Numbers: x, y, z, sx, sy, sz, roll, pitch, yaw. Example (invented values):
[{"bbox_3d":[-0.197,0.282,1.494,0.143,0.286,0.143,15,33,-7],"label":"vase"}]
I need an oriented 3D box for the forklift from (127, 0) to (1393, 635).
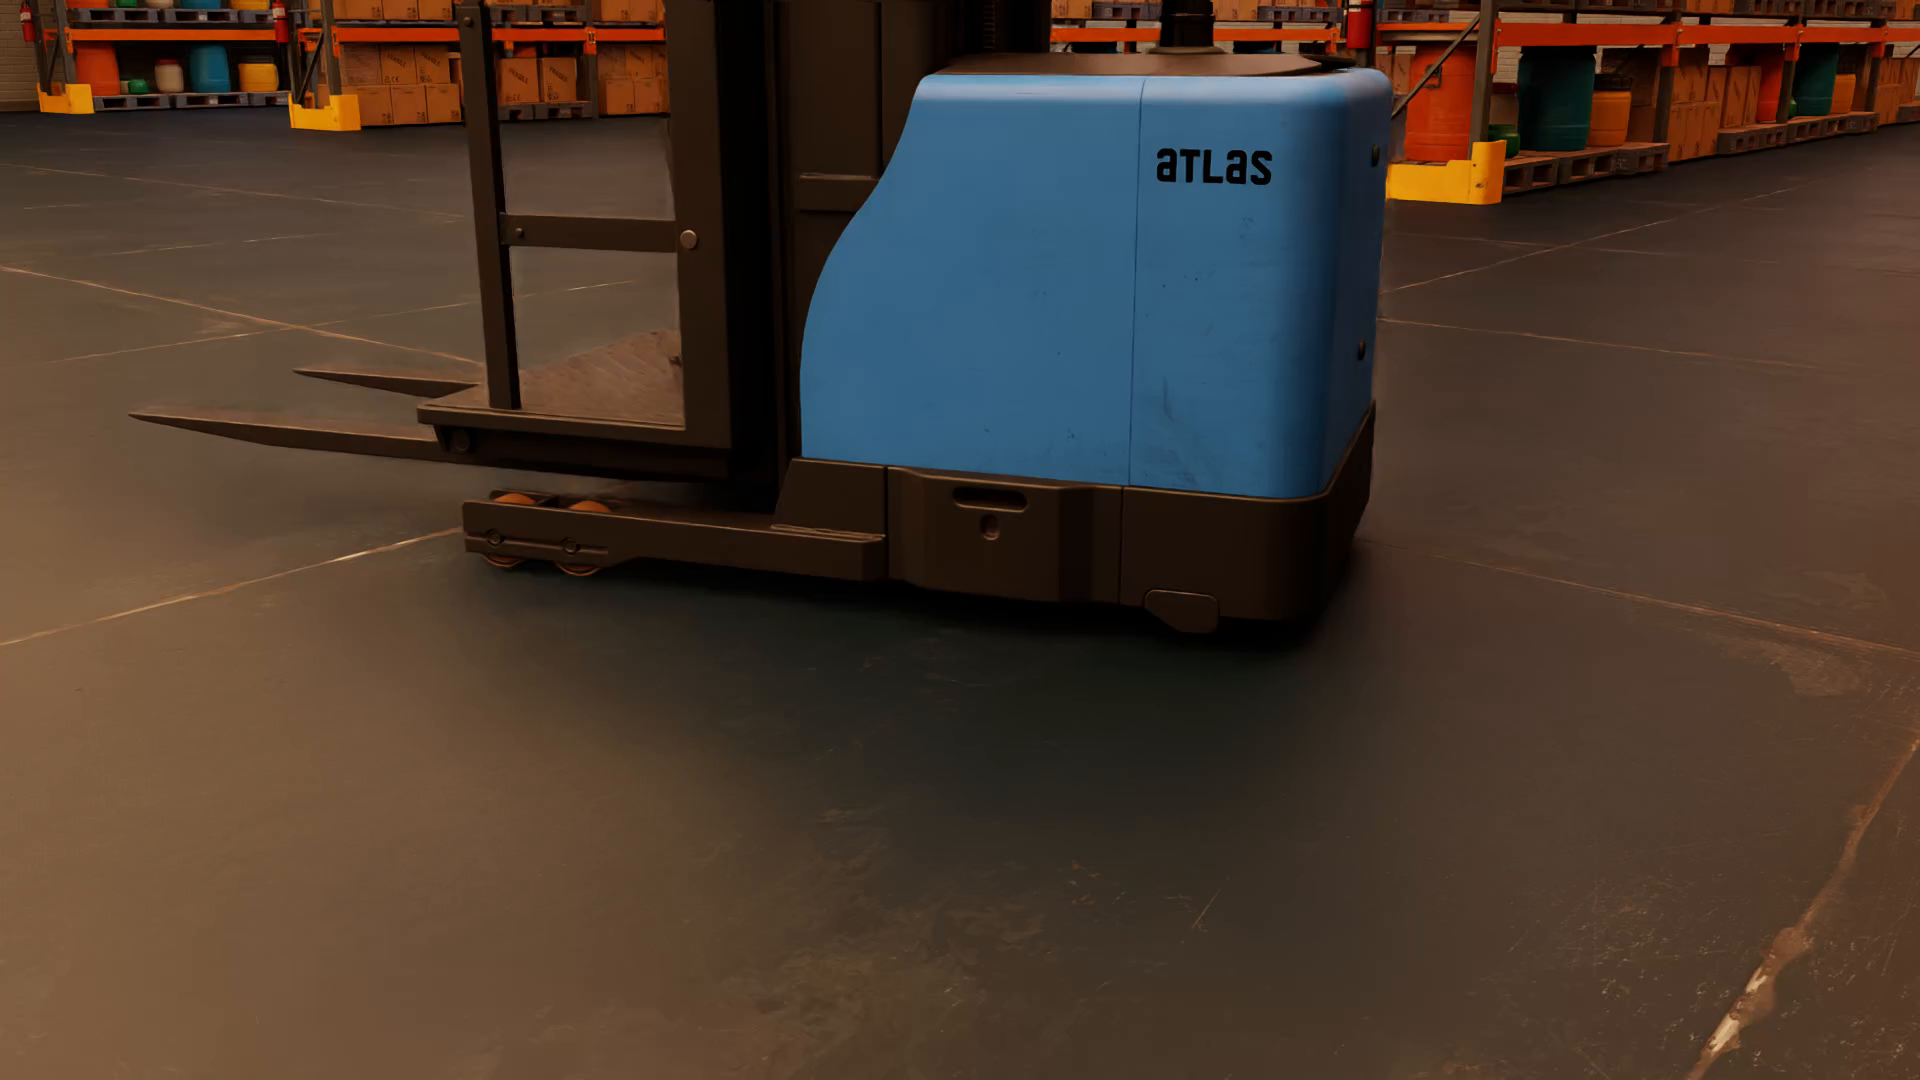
[{"bbox_3d":[-0.586,-1.458,3.698,3.031,2.935,1.130,6,18,18],"label":"forklift"}]
